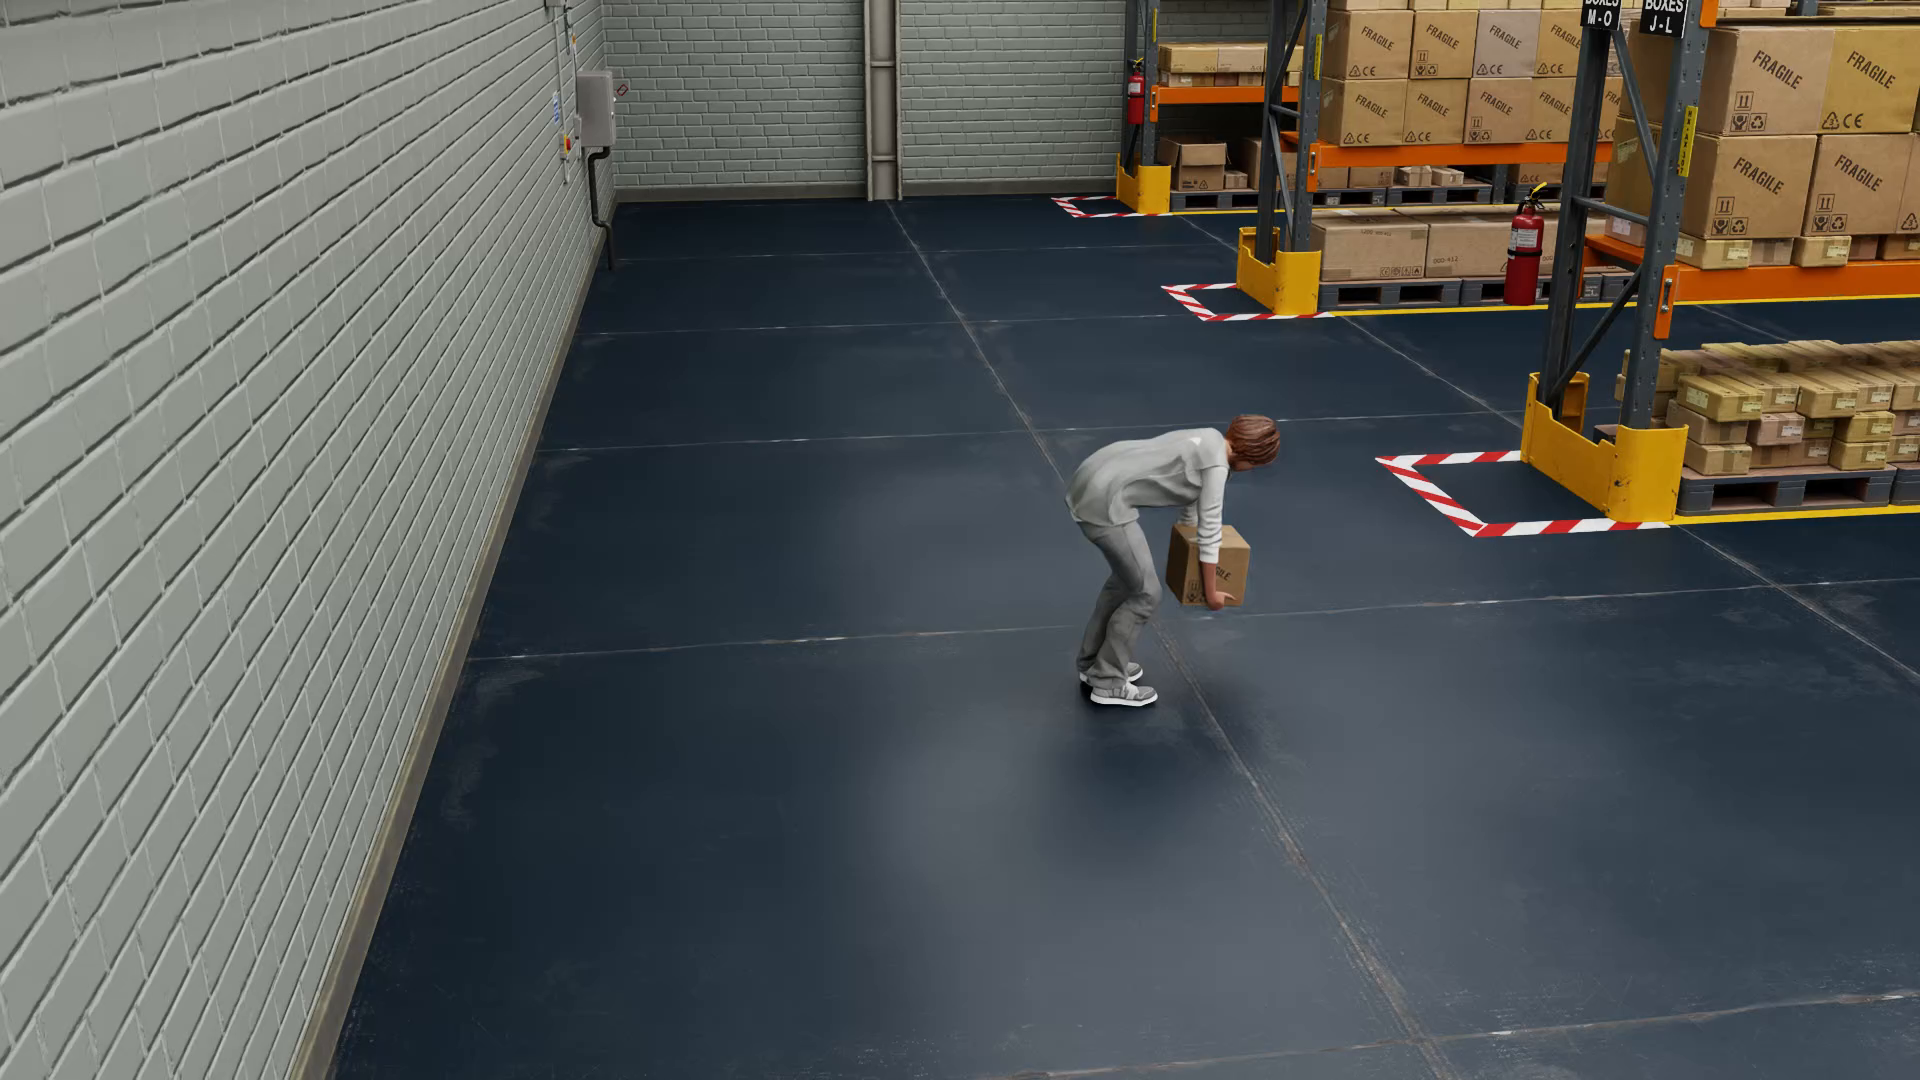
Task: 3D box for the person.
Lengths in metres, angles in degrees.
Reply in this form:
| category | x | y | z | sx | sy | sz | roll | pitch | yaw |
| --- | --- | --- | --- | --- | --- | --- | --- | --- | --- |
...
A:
| category | x | y | z | sx | sy | sz | roll | pitch | yaw |
| --- | --- | --- | --- | --- | --- | --- | --- | --- | --- |
| person | 0.832 | 0.070 | 6.567 | 0.848 | 1.138 | 0.382 | -3 | 21 | -9 |
